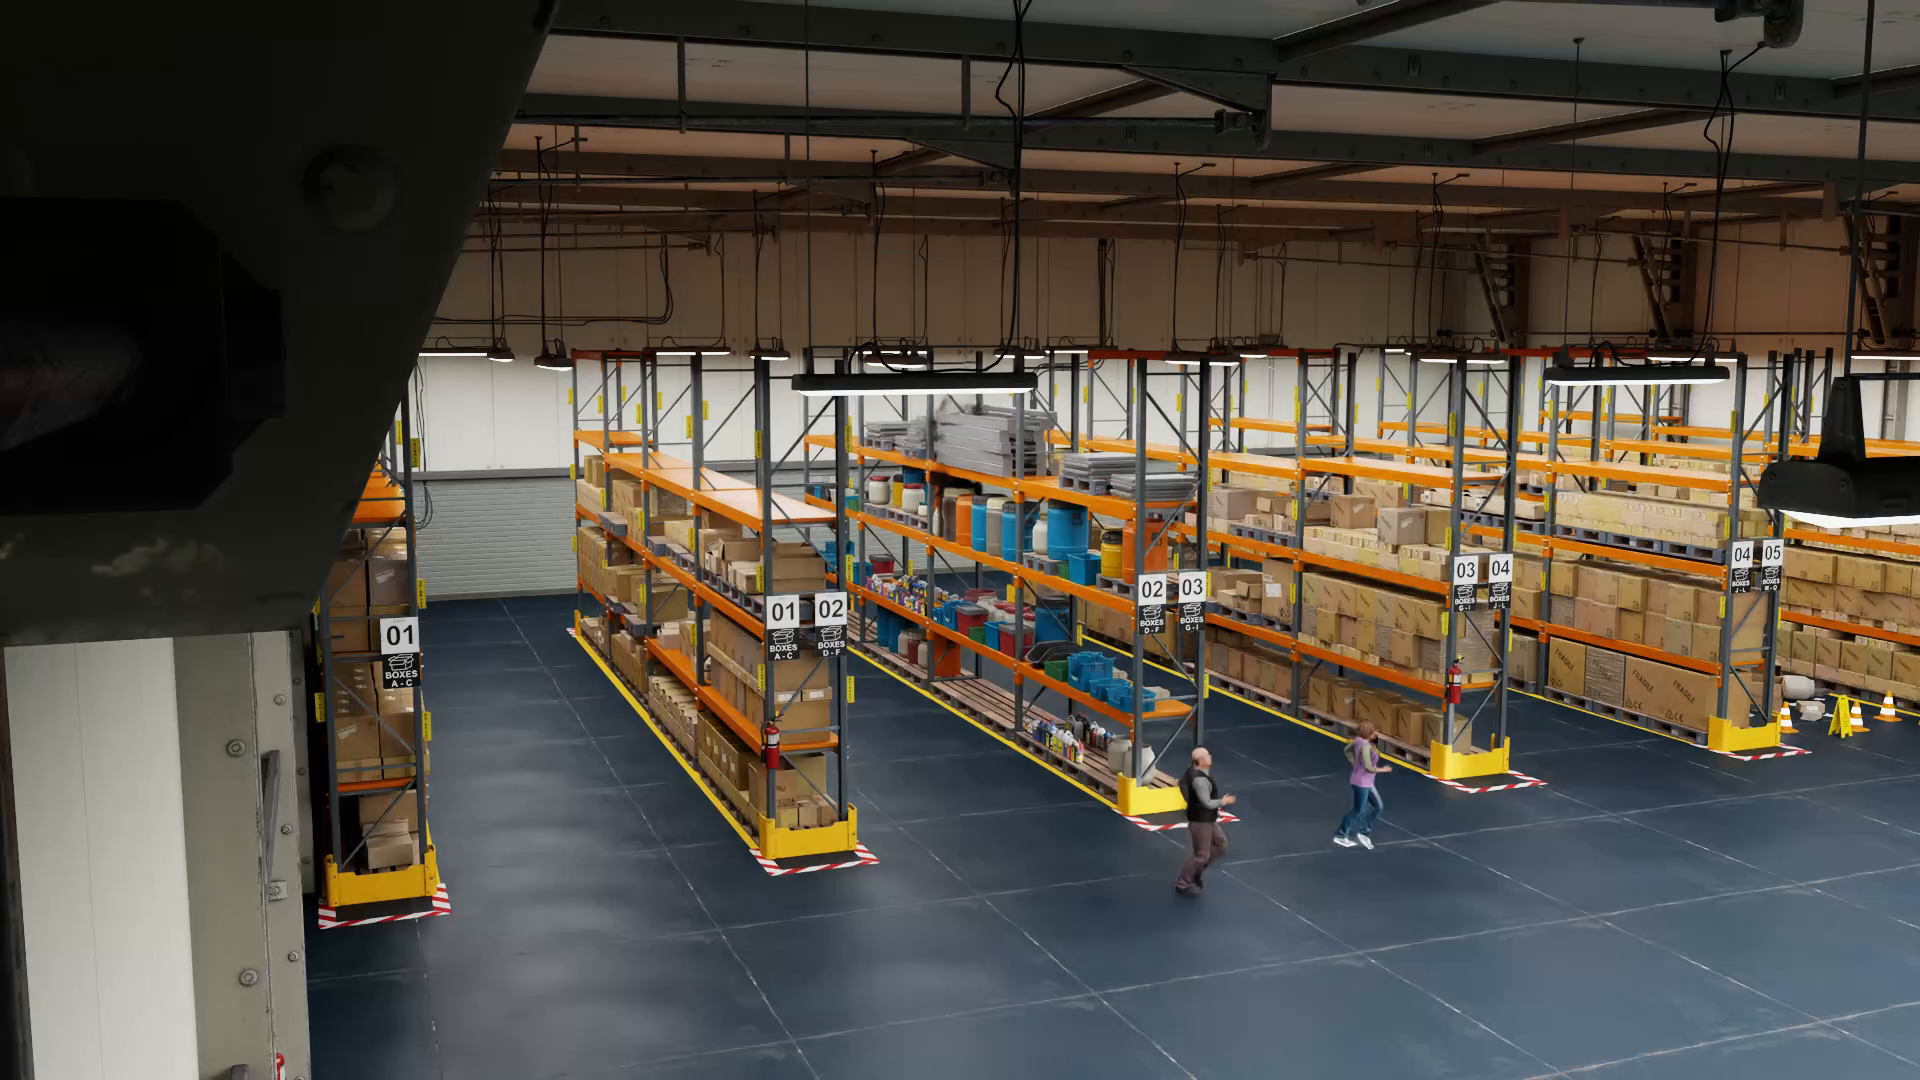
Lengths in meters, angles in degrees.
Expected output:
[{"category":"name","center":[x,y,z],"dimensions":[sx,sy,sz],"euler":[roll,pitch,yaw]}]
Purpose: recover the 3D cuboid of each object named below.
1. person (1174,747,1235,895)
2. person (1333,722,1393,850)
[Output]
[{"category":"person","center":[2.761,3.162,18.740],"dimensions":[0.670,1.703,0.650],"euler":[1,7,5]},{"category":"person","center":[4.944,3.020,20.391],"dimensions":[0.686,1.635,0.549],"euler":[1,7,11]}]
